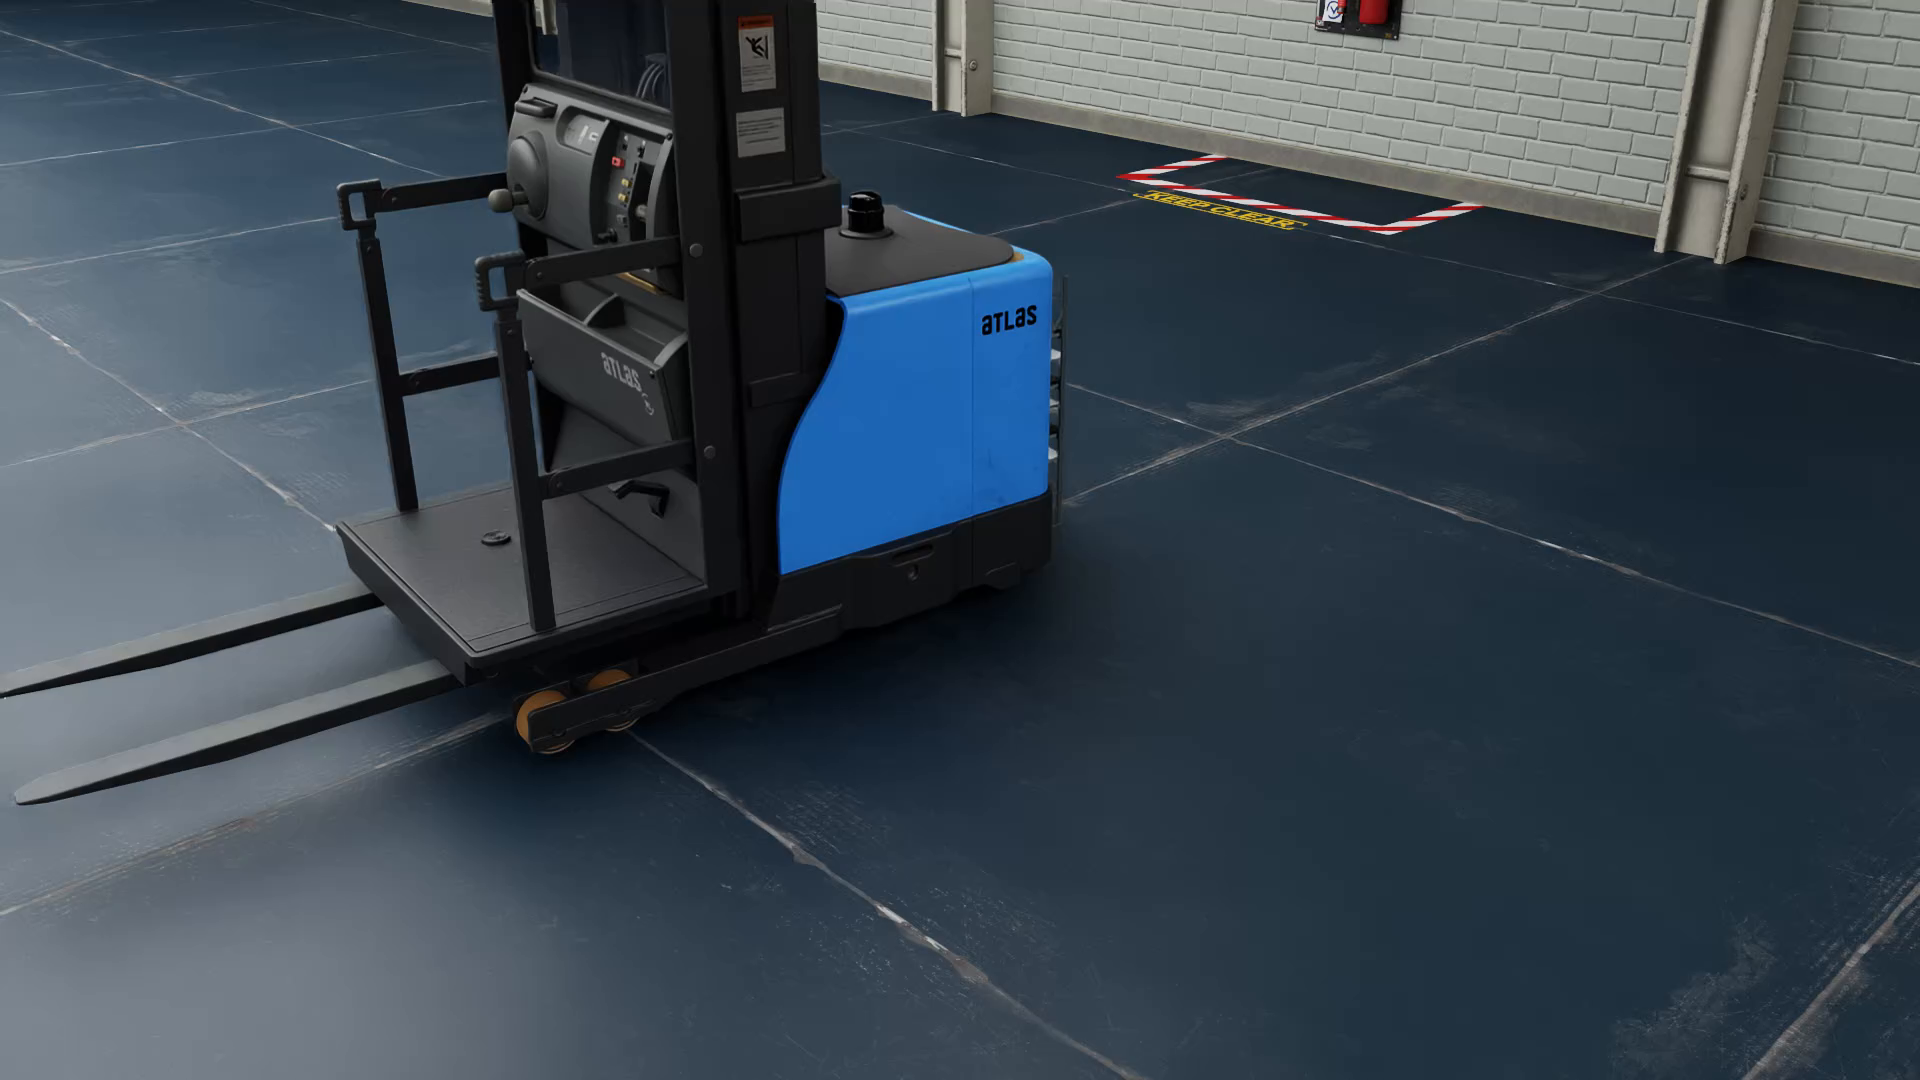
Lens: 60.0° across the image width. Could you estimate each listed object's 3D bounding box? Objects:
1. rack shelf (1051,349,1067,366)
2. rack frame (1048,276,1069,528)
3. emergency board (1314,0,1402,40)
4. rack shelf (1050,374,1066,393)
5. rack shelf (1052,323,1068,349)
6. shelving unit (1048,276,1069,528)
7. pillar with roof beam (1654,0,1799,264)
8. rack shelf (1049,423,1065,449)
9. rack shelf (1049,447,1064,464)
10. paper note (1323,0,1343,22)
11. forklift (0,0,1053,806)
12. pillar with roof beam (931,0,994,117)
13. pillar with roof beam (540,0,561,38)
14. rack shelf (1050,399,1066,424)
[{"bbox_3d":[0.200,-0.601,5.628,0.258,0.077,0.200,-17,30,-33],"label":"rack shelf"},{"bbox_3d":[0.261,-0.433,5.615,0.240,0.900,0.006,-17,30,-33],"label":"rack frame"},{"bbox_3d":[2.461,-3.724,10.298,0.194,1.169,0.643,-21,32,-38],"label":"emergency board"},{"bbox_3d":[0.199,-0.519,5.665,0.258,0.077,0.200,-17,30,-33],"label":"rack shelf"},{"bbox_3d":[0.200,-0.682,5.591,0.258,0.077,0.200,-17,30,-33],"label":"rack shelf"},{"bbox_3d":[0.199,-0.467,5.689,0.258,0.900,0.210,-17,30,-33],"label":"shelving unit"},{"bbox_3d":[0.979,-4.472,4.711,9.100,9.000,0.400,-21,32,-38],"label":"pillar with roof beam"},{"bbox_3d":[0.199,-0.355,5.740,0.258,0.077,0.200,-17,30,-33],"label":"rack shelf"},{"bbox_3d":[0.199,-0.273,5.777,0.258,0.077,0.200,-17,30,-33],"label":"rack shelf"},{"bbox_3d":[2.390,-3.396,10.641,0.016,0.148,0.142,-21,32,-38],"label":"paper note"},{"bbox_3d":[-1.183,-1.005,4.422,3.031,2.935,1.130,-17,30,-33],"label":"forklift"},{"bbox_3d":[-3.122,-6.290,8.696,9.100,9.000,0.400,-21,32,-38],"label":"pillar with roof beam"},{"bbox_3d":[-7.223,-8.108,12.680,9.100,9.000,0.400,-21,32,-38],"label":"pillar with roof beam"},{"bbox_3d":[0.199,-0.437,5.702,0.258,0.077,0.200,-17,30,-33],"label":"rack shelf"}]
